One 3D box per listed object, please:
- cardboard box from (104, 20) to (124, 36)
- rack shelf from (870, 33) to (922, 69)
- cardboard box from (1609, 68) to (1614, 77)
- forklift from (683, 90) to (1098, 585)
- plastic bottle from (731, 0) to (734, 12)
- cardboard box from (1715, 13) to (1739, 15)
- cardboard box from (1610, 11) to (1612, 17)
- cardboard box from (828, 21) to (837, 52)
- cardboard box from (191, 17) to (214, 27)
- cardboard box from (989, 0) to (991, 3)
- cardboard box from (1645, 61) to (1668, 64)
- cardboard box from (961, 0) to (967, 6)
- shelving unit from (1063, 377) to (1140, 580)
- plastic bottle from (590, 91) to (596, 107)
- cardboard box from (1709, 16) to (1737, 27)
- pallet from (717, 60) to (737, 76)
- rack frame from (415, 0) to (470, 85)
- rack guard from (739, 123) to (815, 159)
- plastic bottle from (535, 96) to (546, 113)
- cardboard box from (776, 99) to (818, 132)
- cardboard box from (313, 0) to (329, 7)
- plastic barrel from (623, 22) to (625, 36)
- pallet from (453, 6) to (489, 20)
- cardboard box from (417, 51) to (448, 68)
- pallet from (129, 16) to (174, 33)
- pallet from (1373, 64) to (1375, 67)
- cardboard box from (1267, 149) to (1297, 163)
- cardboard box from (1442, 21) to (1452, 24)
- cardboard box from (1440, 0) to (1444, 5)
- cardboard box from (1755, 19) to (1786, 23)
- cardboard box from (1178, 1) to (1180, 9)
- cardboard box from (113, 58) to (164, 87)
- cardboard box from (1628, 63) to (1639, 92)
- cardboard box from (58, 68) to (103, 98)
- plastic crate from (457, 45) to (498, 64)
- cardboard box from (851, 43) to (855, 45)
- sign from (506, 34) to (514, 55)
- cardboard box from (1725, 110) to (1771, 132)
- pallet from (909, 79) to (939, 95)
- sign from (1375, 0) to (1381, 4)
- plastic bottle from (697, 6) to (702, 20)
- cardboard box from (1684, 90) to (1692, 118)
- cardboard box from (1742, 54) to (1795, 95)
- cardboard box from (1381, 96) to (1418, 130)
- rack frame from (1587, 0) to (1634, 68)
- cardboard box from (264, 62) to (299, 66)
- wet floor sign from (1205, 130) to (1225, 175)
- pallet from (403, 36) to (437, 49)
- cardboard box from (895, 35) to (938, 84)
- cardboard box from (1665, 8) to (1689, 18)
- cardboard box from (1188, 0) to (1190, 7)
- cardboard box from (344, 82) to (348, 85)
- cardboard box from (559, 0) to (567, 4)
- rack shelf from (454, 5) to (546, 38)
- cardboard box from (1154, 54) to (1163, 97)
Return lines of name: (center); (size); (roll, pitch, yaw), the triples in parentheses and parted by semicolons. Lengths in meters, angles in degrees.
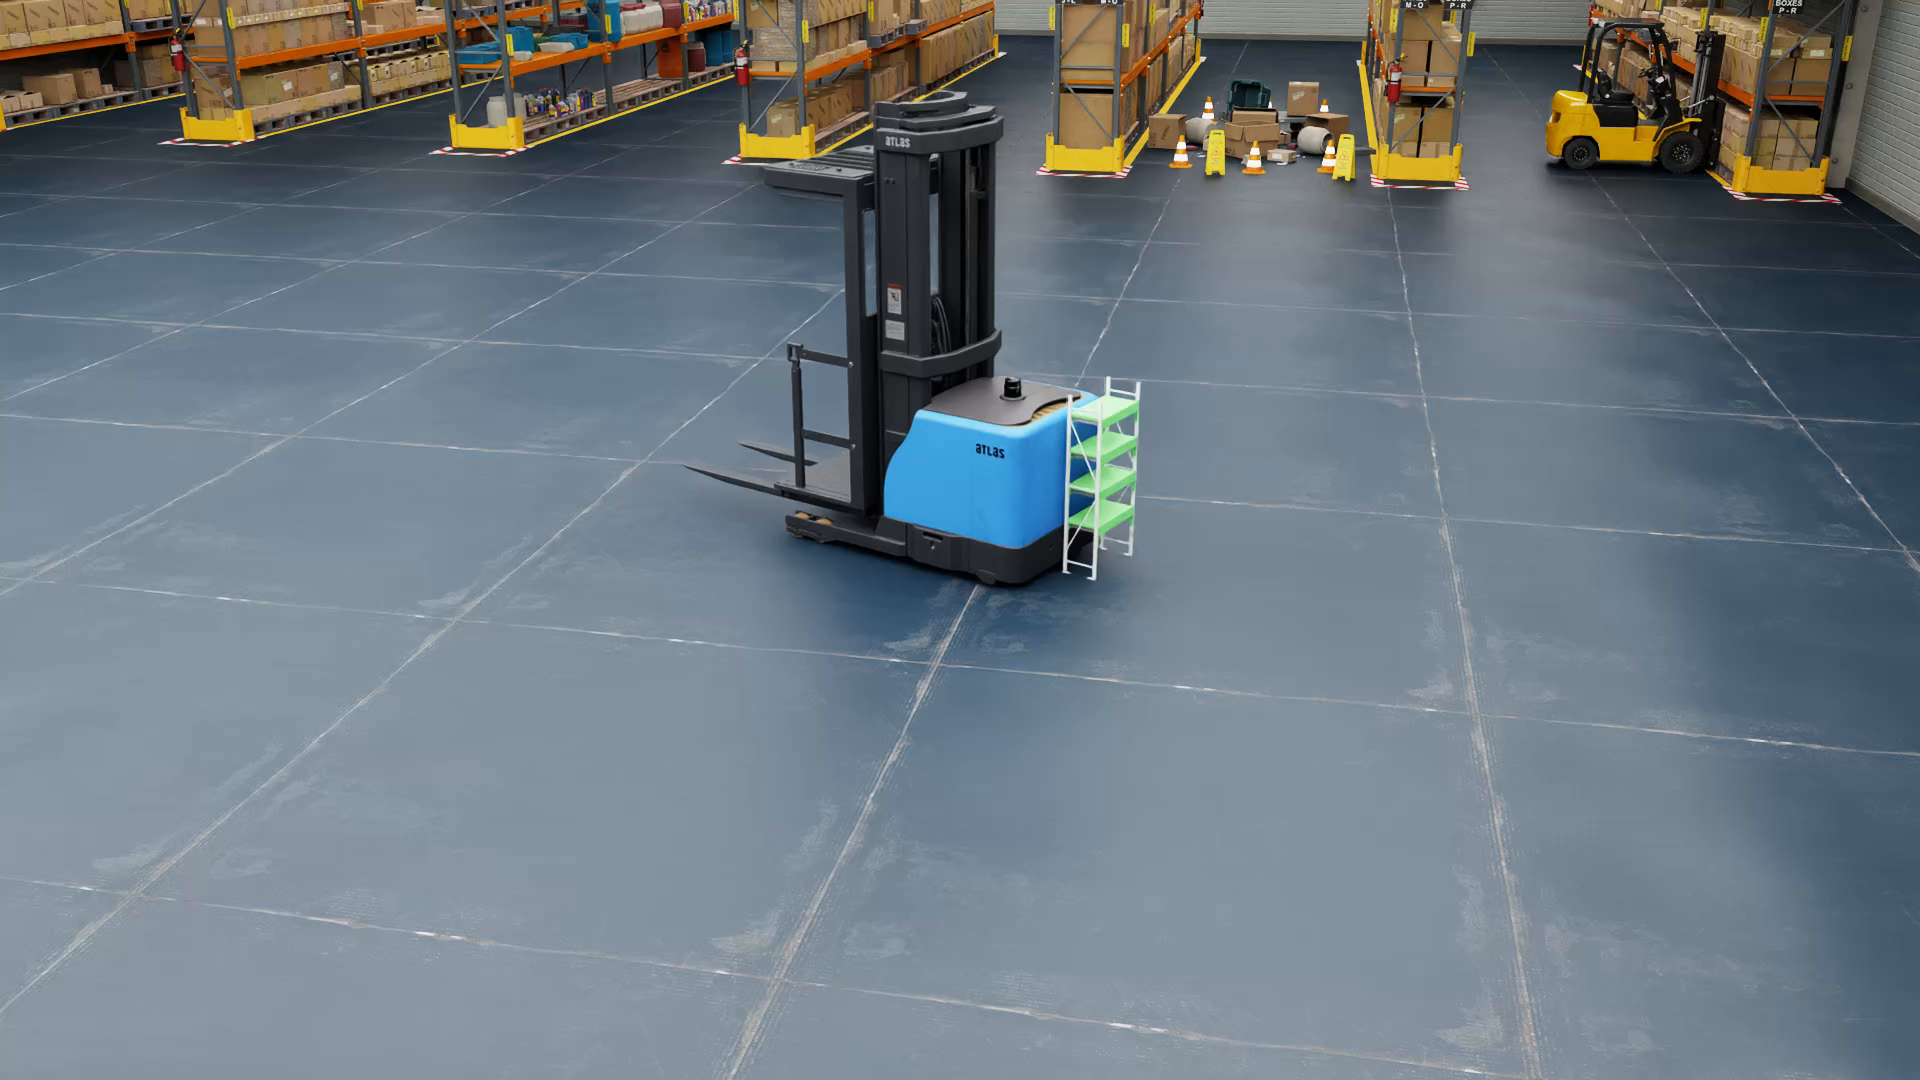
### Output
cardboard box: (-16.455, -9.834, 31.930); (0.500, 0.250, 0.500); (5, 22, 11)
rack shelf: (-1.700, -9.356, 31.531); (1.077, 0.370, 4.000); (4, 22, 11)
cardboard box: (13.912, -9.850, 35.049); (0.380, 0.149, 0.250); (4, 22, 9)
forklift: (-0.583, -1.484, 11.114); (3.031, 2.935, 1.130); (14, 26, 32)
plastic bottle: (-5.091, -11.950, 37.167); (0.061, 0.283, 0.133); (4, 22, 11)
cardboard box: (13.264, -9.025, 28.744); (0.380, 0.149, 0.250); (4, 22, 10)
cardboard box: (14.236, -11.334, 35.816); (0.380, 0.149, 0.250); (4, 22, 11)
cardboard box: (-2.543, -8.432, 27.743); (0.875, 0.500, 0.500); (4, 22, 11)
cardboard box: (-12.730, -8.753, 28.070); (0.380, 0.149, 0.250); (4, 22, 10)
cardboard box: (0.539, -12.980, 39.903); (0.380, 0.149, 0.250); (5, 22, 11)
cardboard box: (13.245, -9.020, 31.649); (0.380, 0.149, 0.250); (4, 22, 9)
cardboard box: (-0.123, -12.104, 37.195); (0.500, 0.250, 0.500); (4, 22, 10)
shelving unit: (0.913, -0.398, 10.734); (0.258, 1.200, 0.503); (14, 26, 31)
plastic bottle: (-6.732, -8.078, 30.444); (0.061, 0.283, 0.133); (6, 23, 14)
cardboard box: (12.098, -8.217, 26.340); (0.380, 0.149, 0.250); (5, 22, 12)
pallet: (-5.523, -10.689, 37.611); (1.003, 0.211, 1.213); (4, 22, 11)
rack frame: (-10.989, -11.177, 35.091); (1.000, 3.000, 0.127); (4, 22, 11)
rack guard: (-2.909, -6.363, 26.484); (1.175, 0.500, 0.348); (4, 22, 11)
plastic bottle: (-7.503, -7.786, 29.728); (0.152, 0.276, 0.135); (4, 22, 11)
cardboard box: (-2.692, -6.979, 27.450); (0.500, 0.500, 0.500); (11, 24, 25)
cardboard box: (-11.991, -10.015, 30.335); (0.700, 0.500, 0.500); (4, 22, 11)
plastic barrel: (-6.536, -9.744, 31.717); (0.301, 0.262, 0.301); (0, 22, 0)
pallet: (-10.919, -11.342, 35.756); (1.213, 0.211, 1.003); (4, 22, 11)
cardboard box: (-10.954, -9.956, 34.426); (0.500, 0.311, 0.500); (4, 22, 10)
pallet: (-16.357, -10.270, 33.096); (1.003, 0.211, 1.213); (4, 22, 11)
pallet: (9.704, -10.554, 37.277); (1.003, 0.211, 1.213); (4, 22, 11)
cardboard box: (5.067, -6.050, 26.177); (0.380, 0.149, 0.250); (18, 28, 38)
cardboard box: (7.746, -8.205, 27.180); (0.500, 0.500, 0.500); (4, 22, 10)
cardboard box: (8.036, -9.028, 27.791); (0.380, 0.149, 0.250); (4, 22, 11)
cardboard box: (12.551, -7.984, 25.763); (0.380, 0.149, 0.250); (4, 22, 10)
cardboard box: (4.472, -11.387, 35.385); (0.380, 0.149, 0.250); (4, 22, 10)
cardboard box: (-16.521, -9.406, 33.450); (0.700, 0.500, 0.500); (5, 23, 13)
cardboard box: (13.450, -9.060, 32.618); (0.500, 0.500, 0.500); (4, 22, 9)
cardboard box: (-16.828, -8.753, 31.828); (0.500, 0.500, 0.500); (3, 22, 7)
plastic crate: (-7.964, -8.009, 27.425); (0.499, 0.251, 0.616); (4, 22, 11)
cardboard box: (-2.034, -8.563, 28.936); (0.380, 0.149, 0.250); (4, 22, 11)
sign: (-7.235, -7.957, 26.726); (0.100, 0.325, 0.005); (4, 22, 11)
cardboard box: (11.524, -6.125, 24.327); (0.500, 0.250, 0.500); (5, 22, 12)
pallet: (-1.057, -9.410, 34.436); (1.003, 0.211, 1.213); (4, 22, 11)
sign: (7.866, -10.244, 31.223); (0.100, 0.325, 0.005); (4, 22, 11)
plastic bottle: (-5.522, -11.177, 35.247); (0.061, 0.283, 0.133); (4, 22, 11)
cardboard box: (12.549, -7.110, 27.610); (0.875, 0.625, 0.625); (5, 23, 13)
cardboard box: (11.481, -6.609, 23.614); (0.500, 0.500, 0.500); (4, 22, 10)
cardboard box: (6.898, -6.695, 26.076); (0.500, 0.500, 0.500); (4, 22, 10)
rack frame: (14.902, -12.214, 37.666); (1.000, 3.000, 0.127); (4, 22, 11)
cardboard box: (-12.410, -8.470, 30.484); (0.500, 0.500, 0.500); (4, 22, 11)
wet floor sign: (3.843, -5.826, 24.957); (0.267, 0.644, 0.232); (1, 22, 2)
pallet: (-14.293, -12.887, 43.070); (1.003, 0.211, 1.213); (4, 22, 11)
cardboard box: (-1.131, -9.881, 34.154); (1.225, 0.875, 0.875); (3, 22, 8)
cardboard box: (12.863, -9.444, 29.785); (0.380, 0.149, 0.250); (5, 22, 12)
cardboard box: (4.801, -11.996, 36.593); (0.500, 0.500, 0.500); (4, 22, 11)
cardboard box: (-12.004, -8.808, 32.326); (0.500, 0.250, 0.500); (4, 22, 10)
cardboard box: (-9.701, -13.040, 39.582); (0.500, 0.500, 0.500); (5, 22, 12)
rack shelf: (-10.581, -11.575, 37.042); (1.077, 0.370, 4.000); (4, 22, 11)
cardboard box: (3.331, -8.941, 31.988); (1.050, 0.750, 0.750); (4, 22, 10)
